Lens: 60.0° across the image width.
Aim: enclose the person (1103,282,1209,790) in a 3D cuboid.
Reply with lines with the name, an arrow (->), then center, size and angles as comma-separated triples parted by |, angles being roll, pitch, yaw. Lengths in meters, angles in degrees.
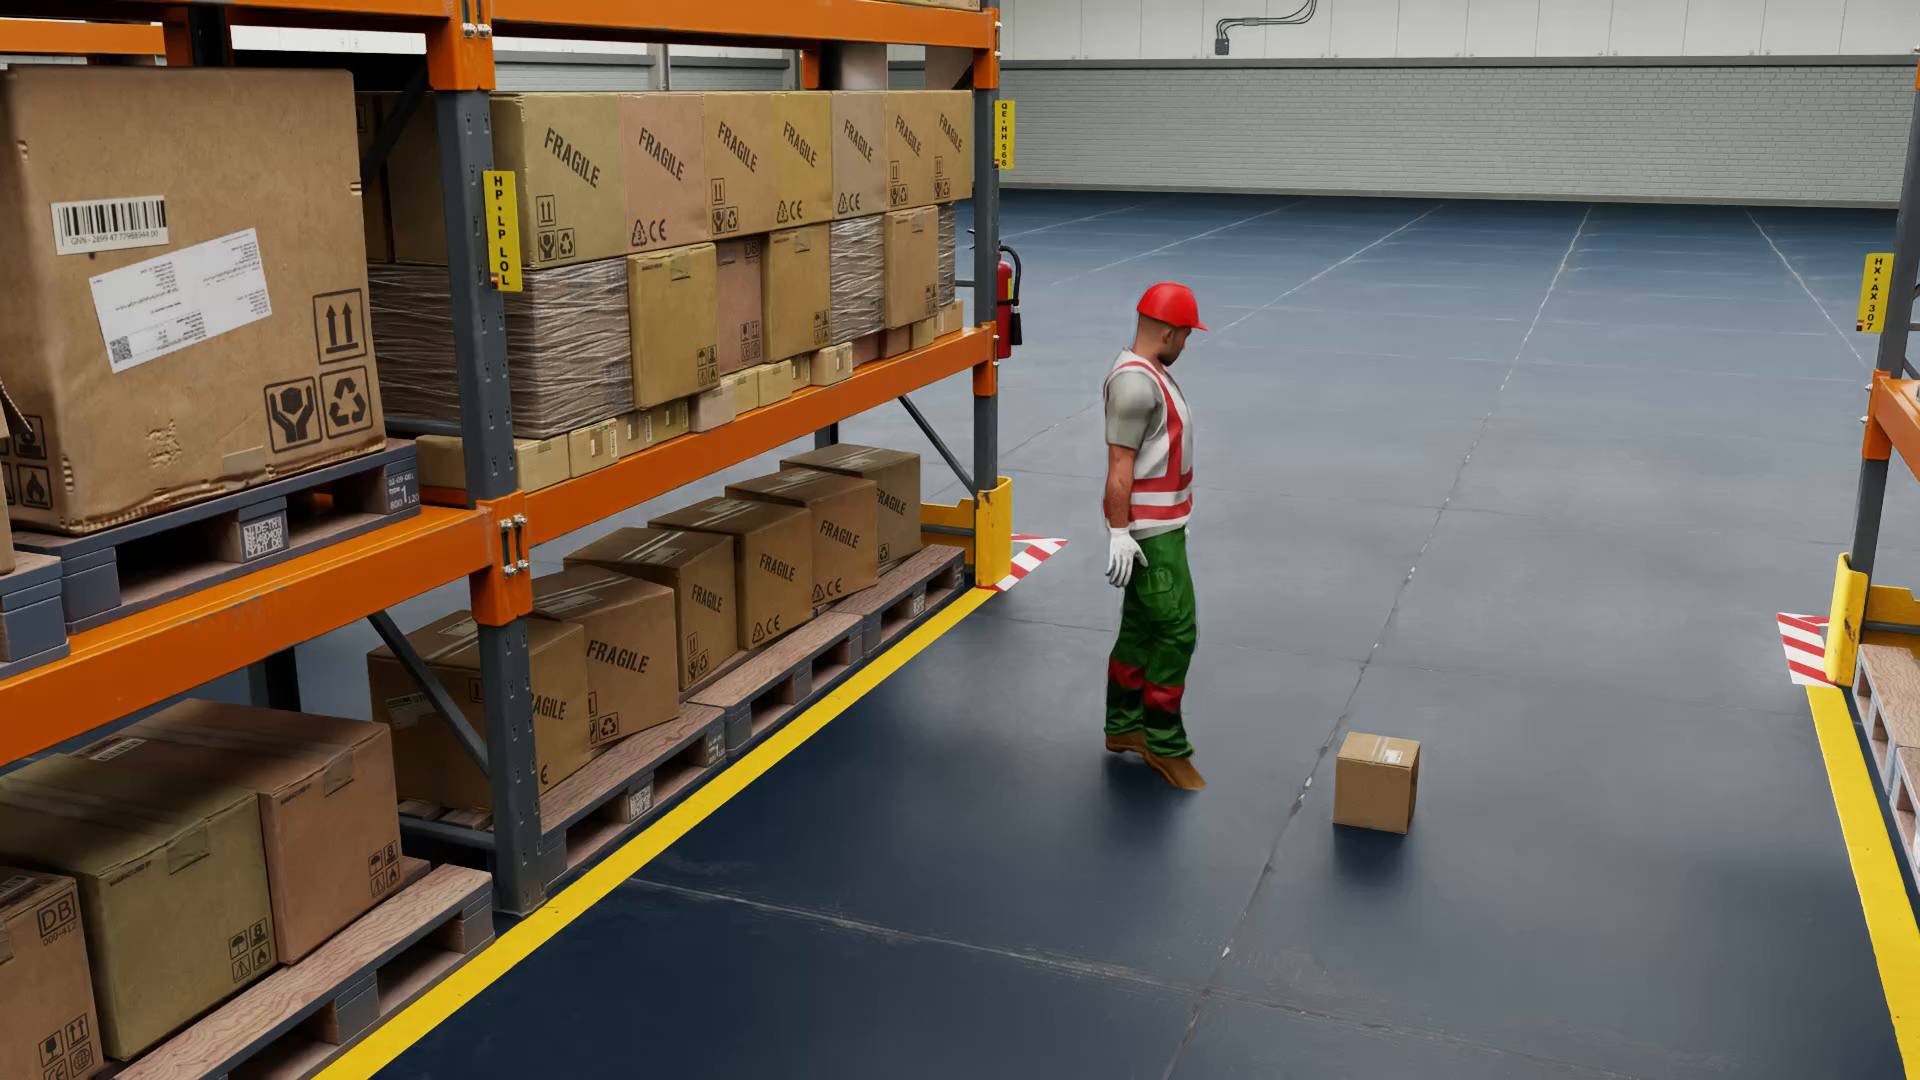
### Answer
person -> 0.745, 0.003, 6.036 | 0.449, 1.864, 0.592 | 4, 16, 13
